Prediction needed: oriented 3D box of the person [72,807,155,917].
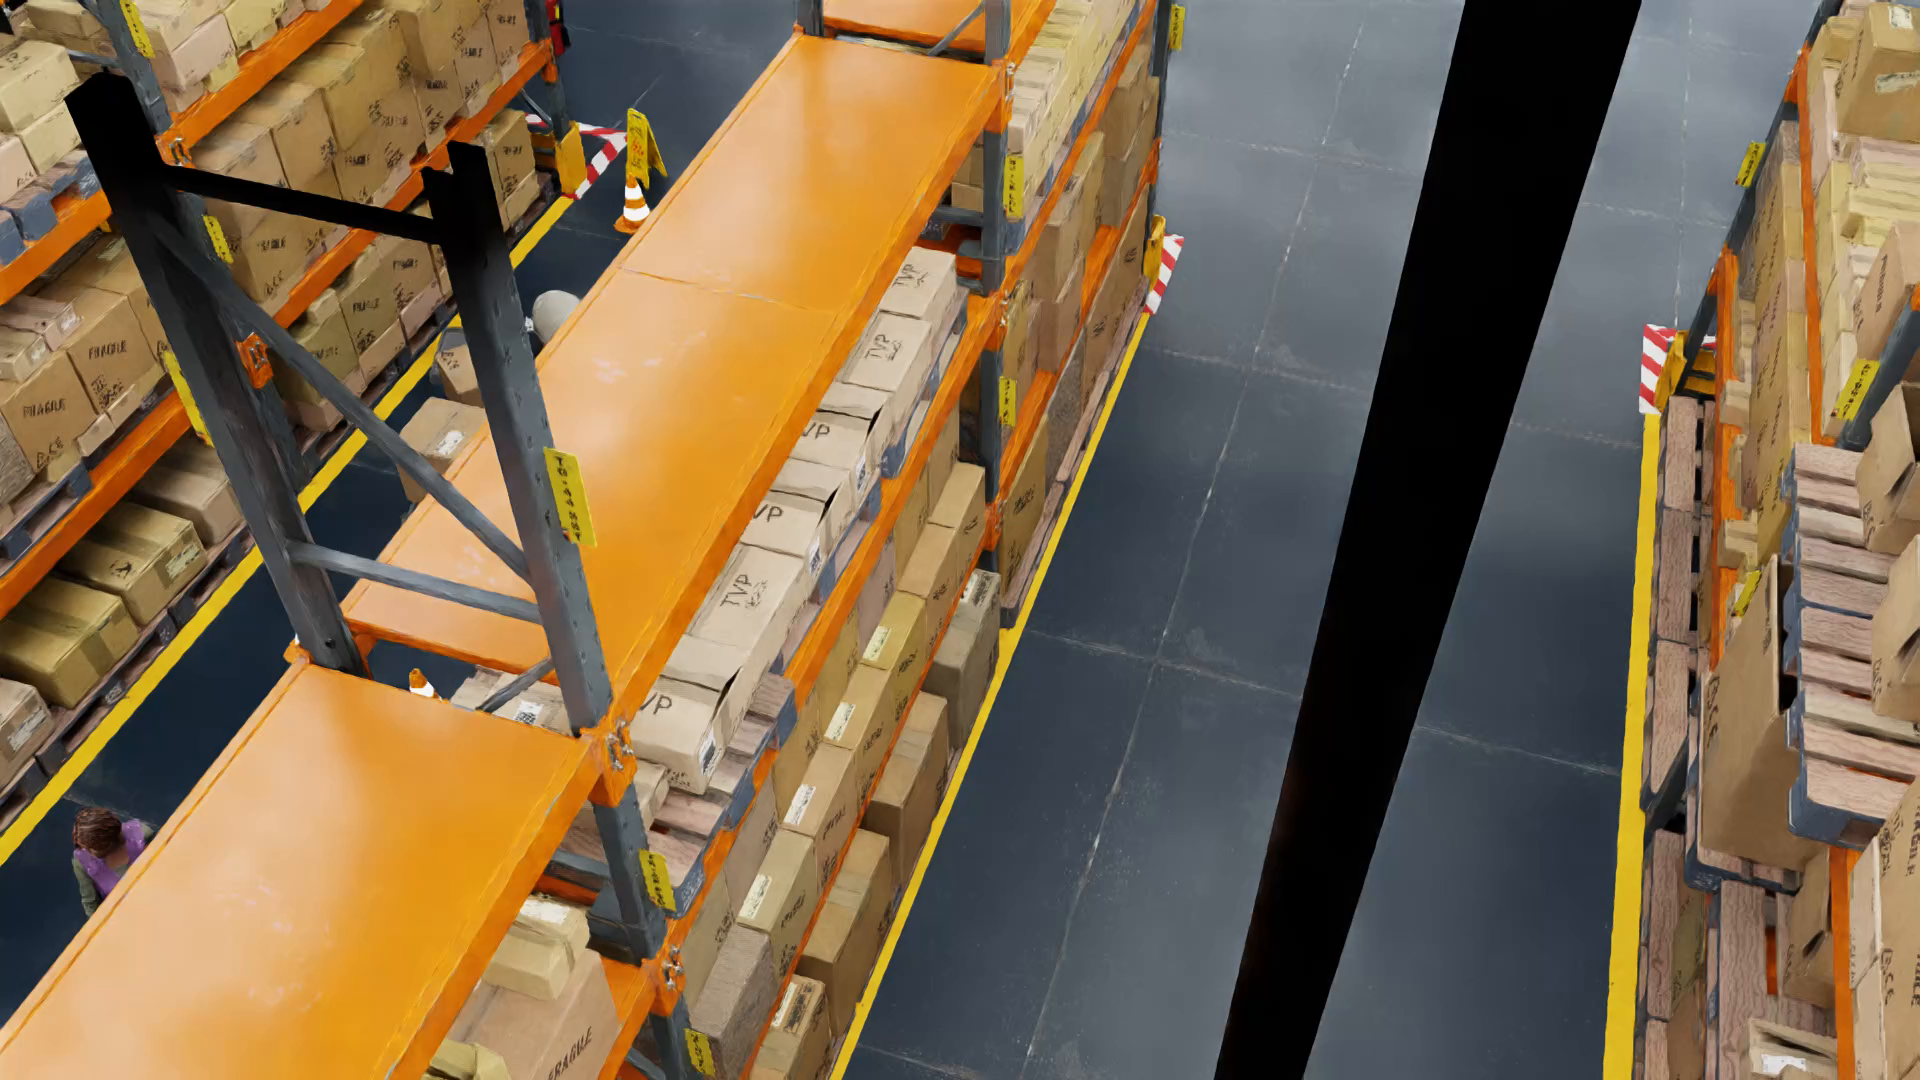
[{"bbox_3d":[-4.019,1.829,8.217,0.511,1.592,0.521,-34,55,-29],"label":"person"}]
